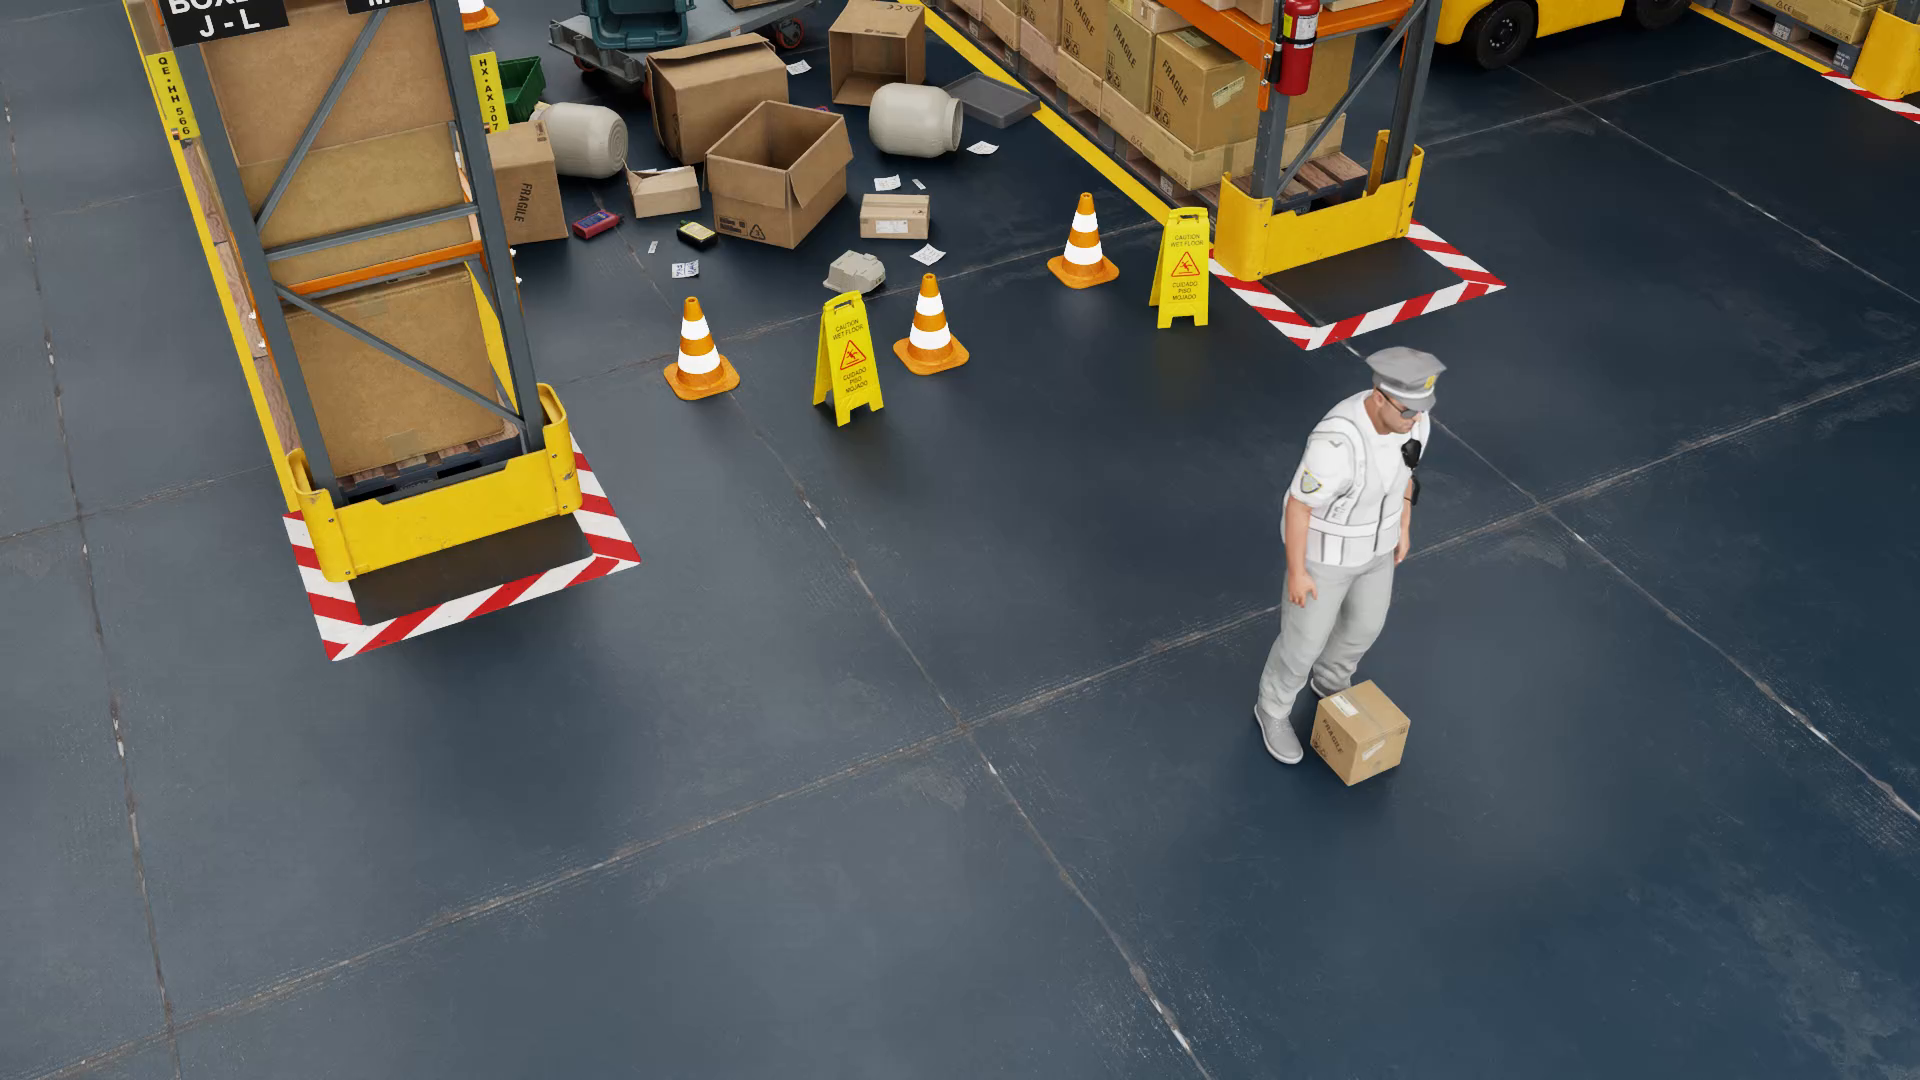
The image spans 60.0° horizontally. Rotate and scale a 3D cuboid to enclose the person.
[{"bbox_3d":[1.414,0.019,6.131,0.600,1.747,0.437,-21,45,-23],"label":"person"}]
